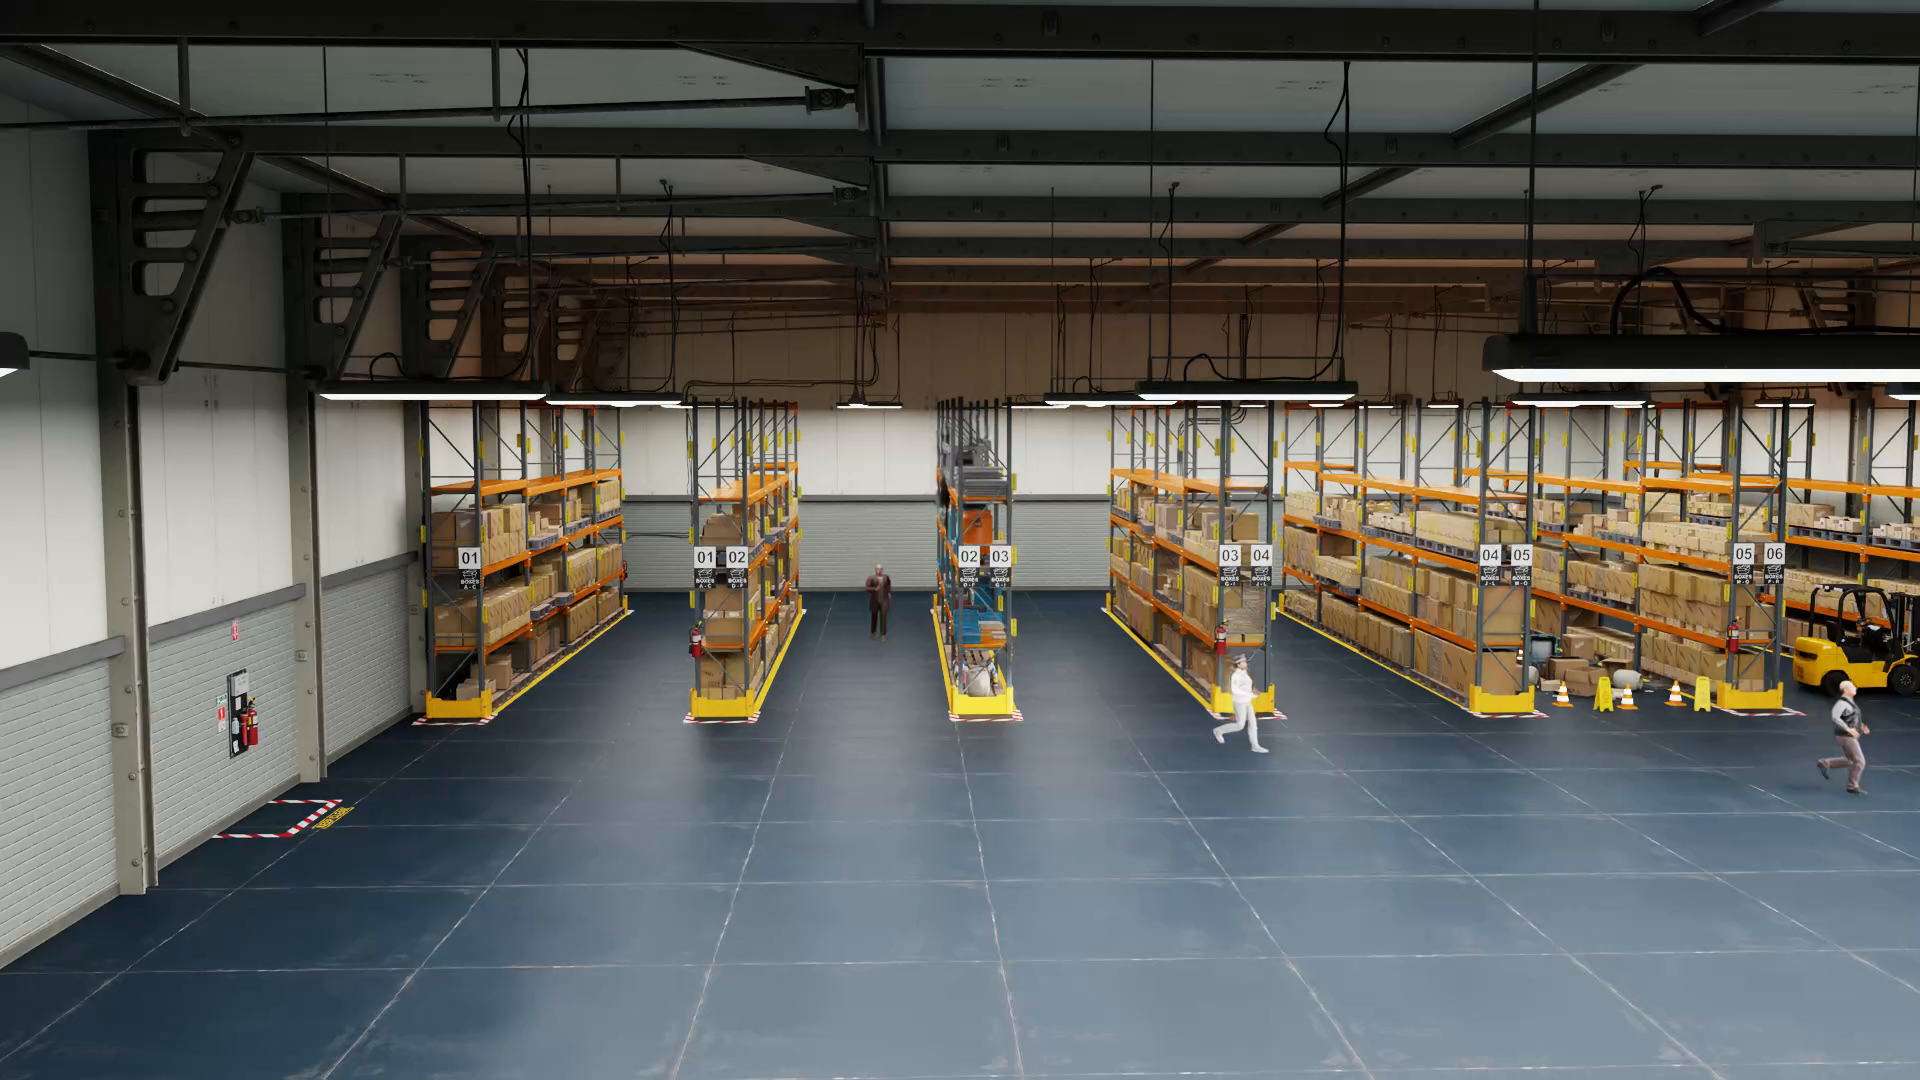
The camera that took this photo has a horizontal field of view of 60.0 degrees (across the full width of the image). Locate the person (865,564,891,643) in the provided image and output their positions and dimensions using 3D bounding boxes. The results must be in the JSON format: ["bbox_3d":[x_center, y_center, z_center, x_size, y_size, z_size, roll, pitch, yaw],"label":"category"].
[{"bbox_3d":[-1.917,1.481,39.315,0.673,1.825,0.956,-1,5,-14],"label":"person"}]

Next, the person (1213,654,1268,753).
[{"bbox_3d":[4.734,2.727,27.933,0.938,1.661,0.630,2,5,27],"label":"person"}]

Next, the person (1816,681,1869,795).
[{"bbox_3d":[13.294,2.960,25.024,0.728,1.698,0.661,3,5,34],"label":"person"}]

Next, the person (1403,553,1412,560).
[{"bbox_3d":[13.166,1.059,49.231,0.762,1.855,0.658,0,4,-2],"label":"person"}]
